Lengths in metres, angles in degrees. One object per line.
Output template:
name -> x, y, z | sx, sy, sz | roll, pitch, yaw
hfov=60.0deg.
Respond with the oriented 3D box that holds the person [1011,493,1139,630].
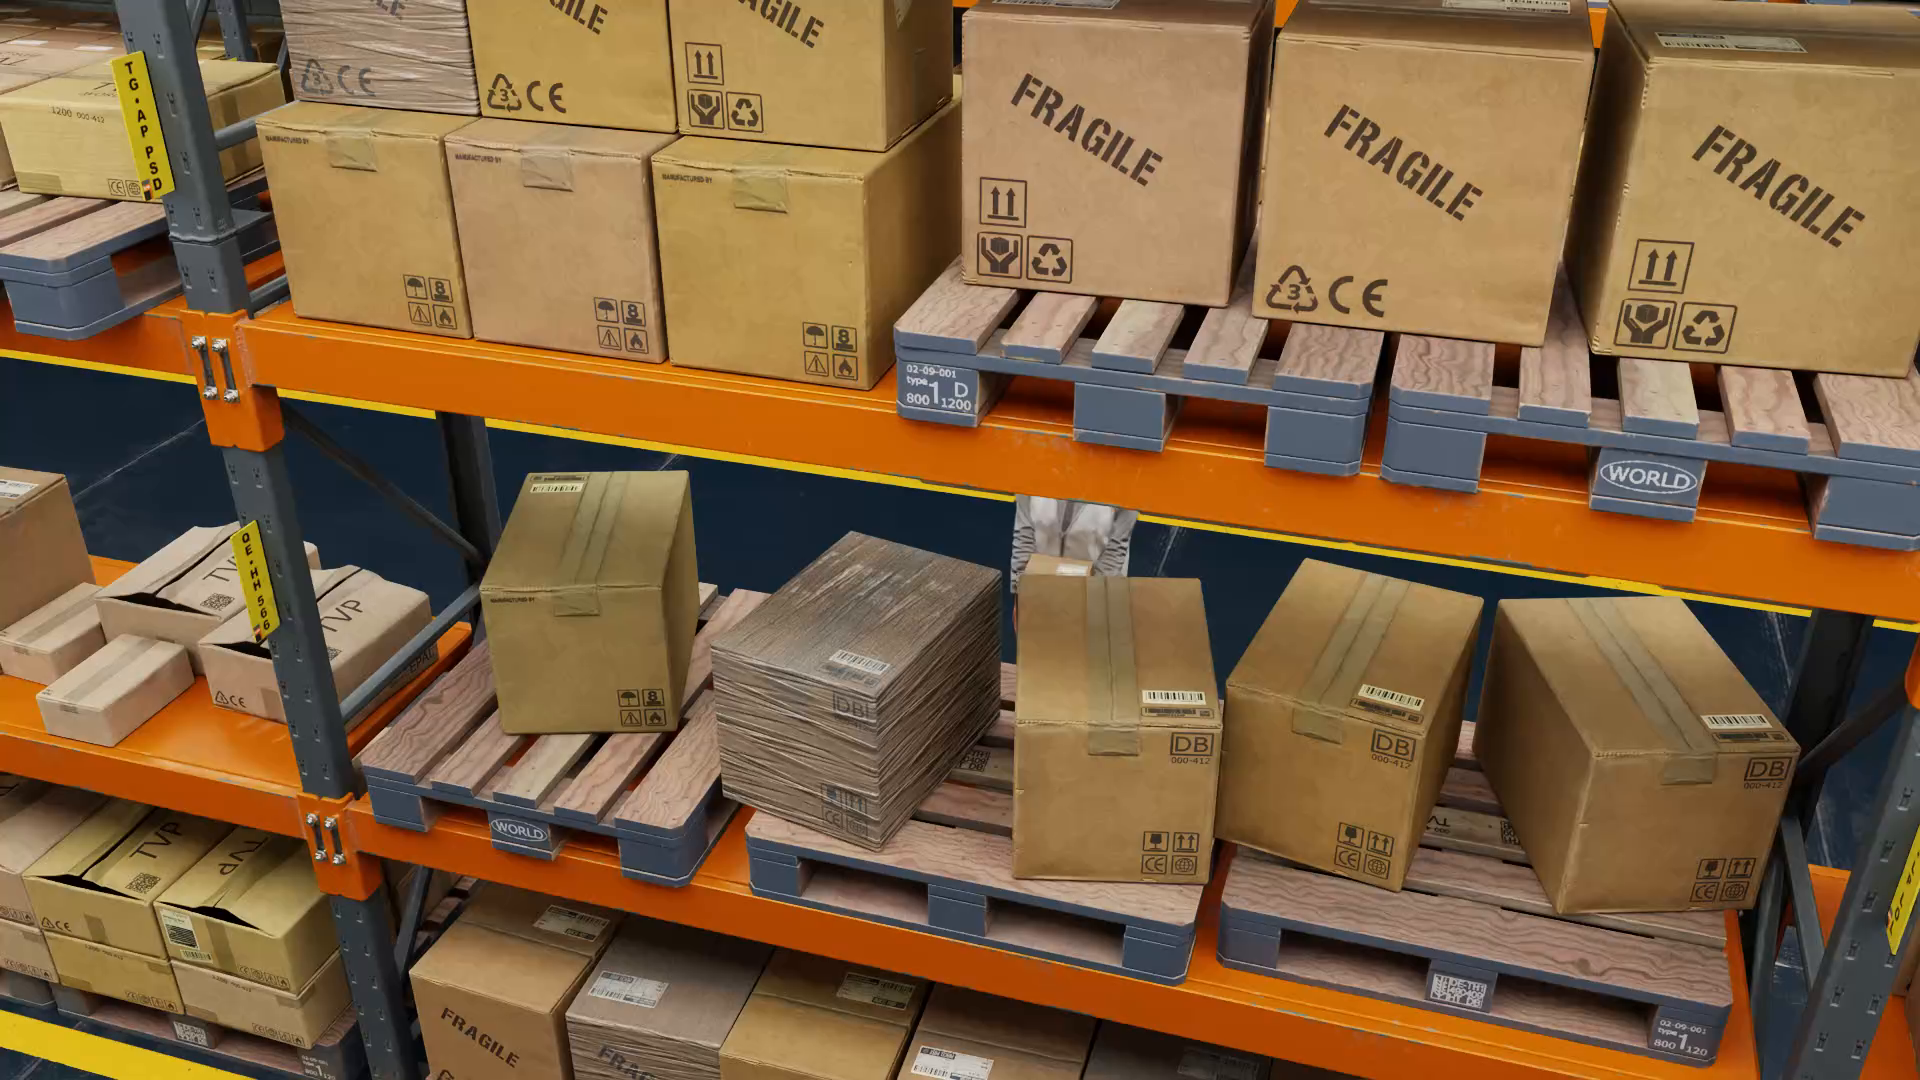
person -> 0.440, 0.258, 6.640 | 0.495, 1.772, 0.550 | 8, 30, 15
